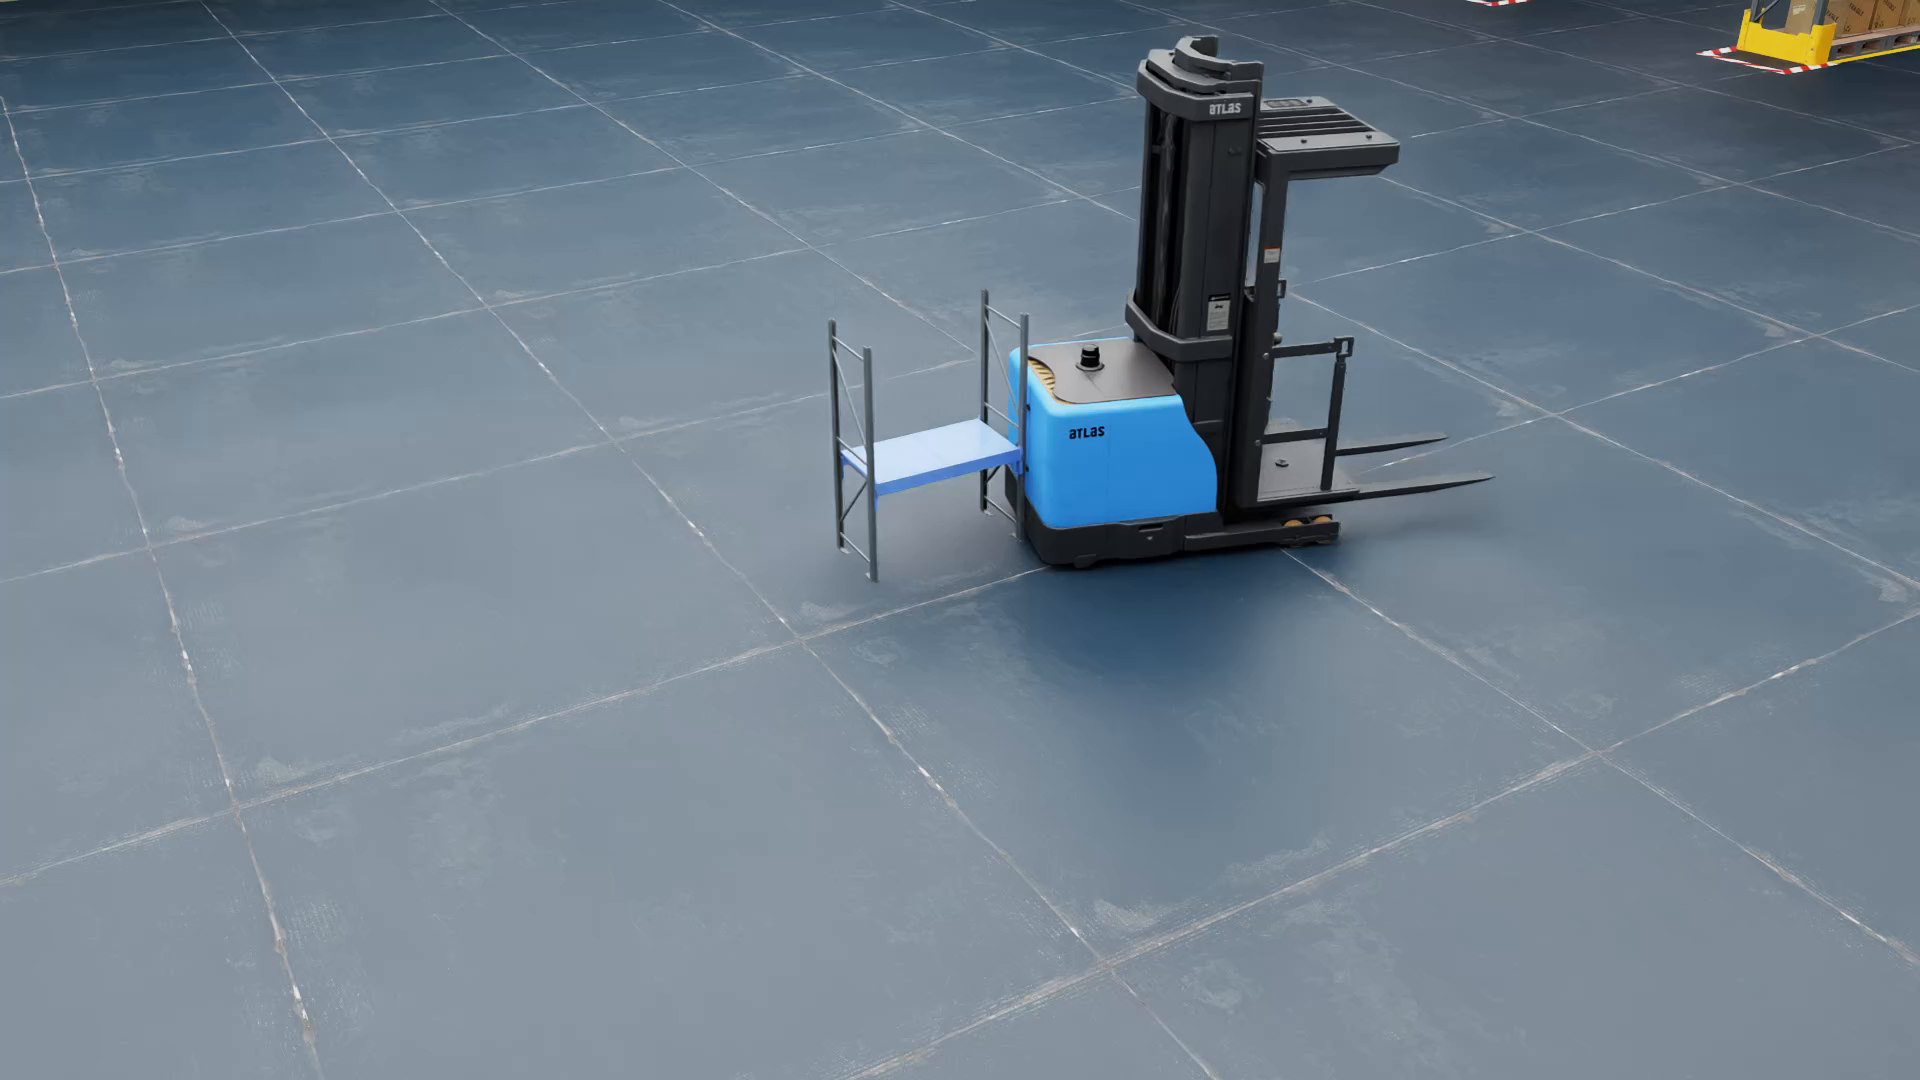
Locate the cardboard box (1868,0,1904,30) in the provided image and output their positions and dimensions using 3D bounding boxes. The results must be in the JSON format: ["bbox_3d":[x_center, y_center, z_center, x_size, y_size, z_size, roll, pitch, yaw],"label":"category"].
[{"bbox_3d":[12.346,-7.217,22.474,0.500,0.500,0.500,-13,31,-22],"label":"cardboard box"}]

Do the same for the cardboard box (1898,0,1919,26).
[{"bbox_3d":[12.849,-7.335,22.687,0.500,0.500,0.500,-19,34,-31],"label":"cardboard box"}]

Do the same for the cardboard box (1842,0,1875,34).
[{"bbox_3d":[11.796,-7.072,22.210,0.500,0.500,0.500,-8,30,-13],"label":"cardboard box"}]

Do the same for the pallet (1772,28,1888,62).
[{"bbox_3d":[11.535,-6.658,22.193,1.213,0.211,1.003,-16,33,-26],"label":"pallet"}]

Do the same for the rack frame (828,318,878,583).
[{"bbox_3d":[-0.624,-0.508,9.717,0.032,1.500,0.500,-15,32,-25],"label":"rack frame"}]

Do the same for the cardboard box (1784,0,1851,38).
[{"bbox_3d":[11.298,-6.911,21.919,0.500,0.500,0.500,-10,30,-17],"label":"cardboard box"}]

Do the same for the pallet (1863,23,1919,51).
[{"bbox_3d":[12.586,-6.954,22.731,1.213,0.211,1.003,-16,33,-26],"label":"pallet"}]

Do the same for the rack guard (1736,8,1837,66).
[{"bbox_3d":[10.817,-6.600,21.790,0.348,0.500,1.175,-16,33,-26],"label":"rack guard"}]

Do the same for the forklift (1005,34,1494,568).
[{"bbox_3d":[1.862,-1.479,9.994,3.031,2.935,1.130,-7,30,-12],"label":"forklift"}]

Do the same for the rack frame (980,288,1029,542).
[{"bbox_3d":[0.262,-0.749,10.153,0.032,1.500,0.500,-15,32,-25],"label":"rack frame"}]

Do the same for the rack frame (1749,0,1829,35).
[{"bbox_3d":[10.751,-7.676,21.152,0.127,3.000,1.000,-16,33,-26],"label":"rack frame"}]

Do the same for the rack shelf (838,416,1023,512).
[{"bbox_3d":[-0.181,-0.471,10.022,1.000,0.185,0.538,-15,32,-25],"label":"rack shelf"}]

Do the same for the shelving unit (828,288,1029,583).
[{"bbox_3d":[-0.181,-0.629,9.935,1.048,1.500,0.538,-15,32,-25],"label":"shelving unit"}]
